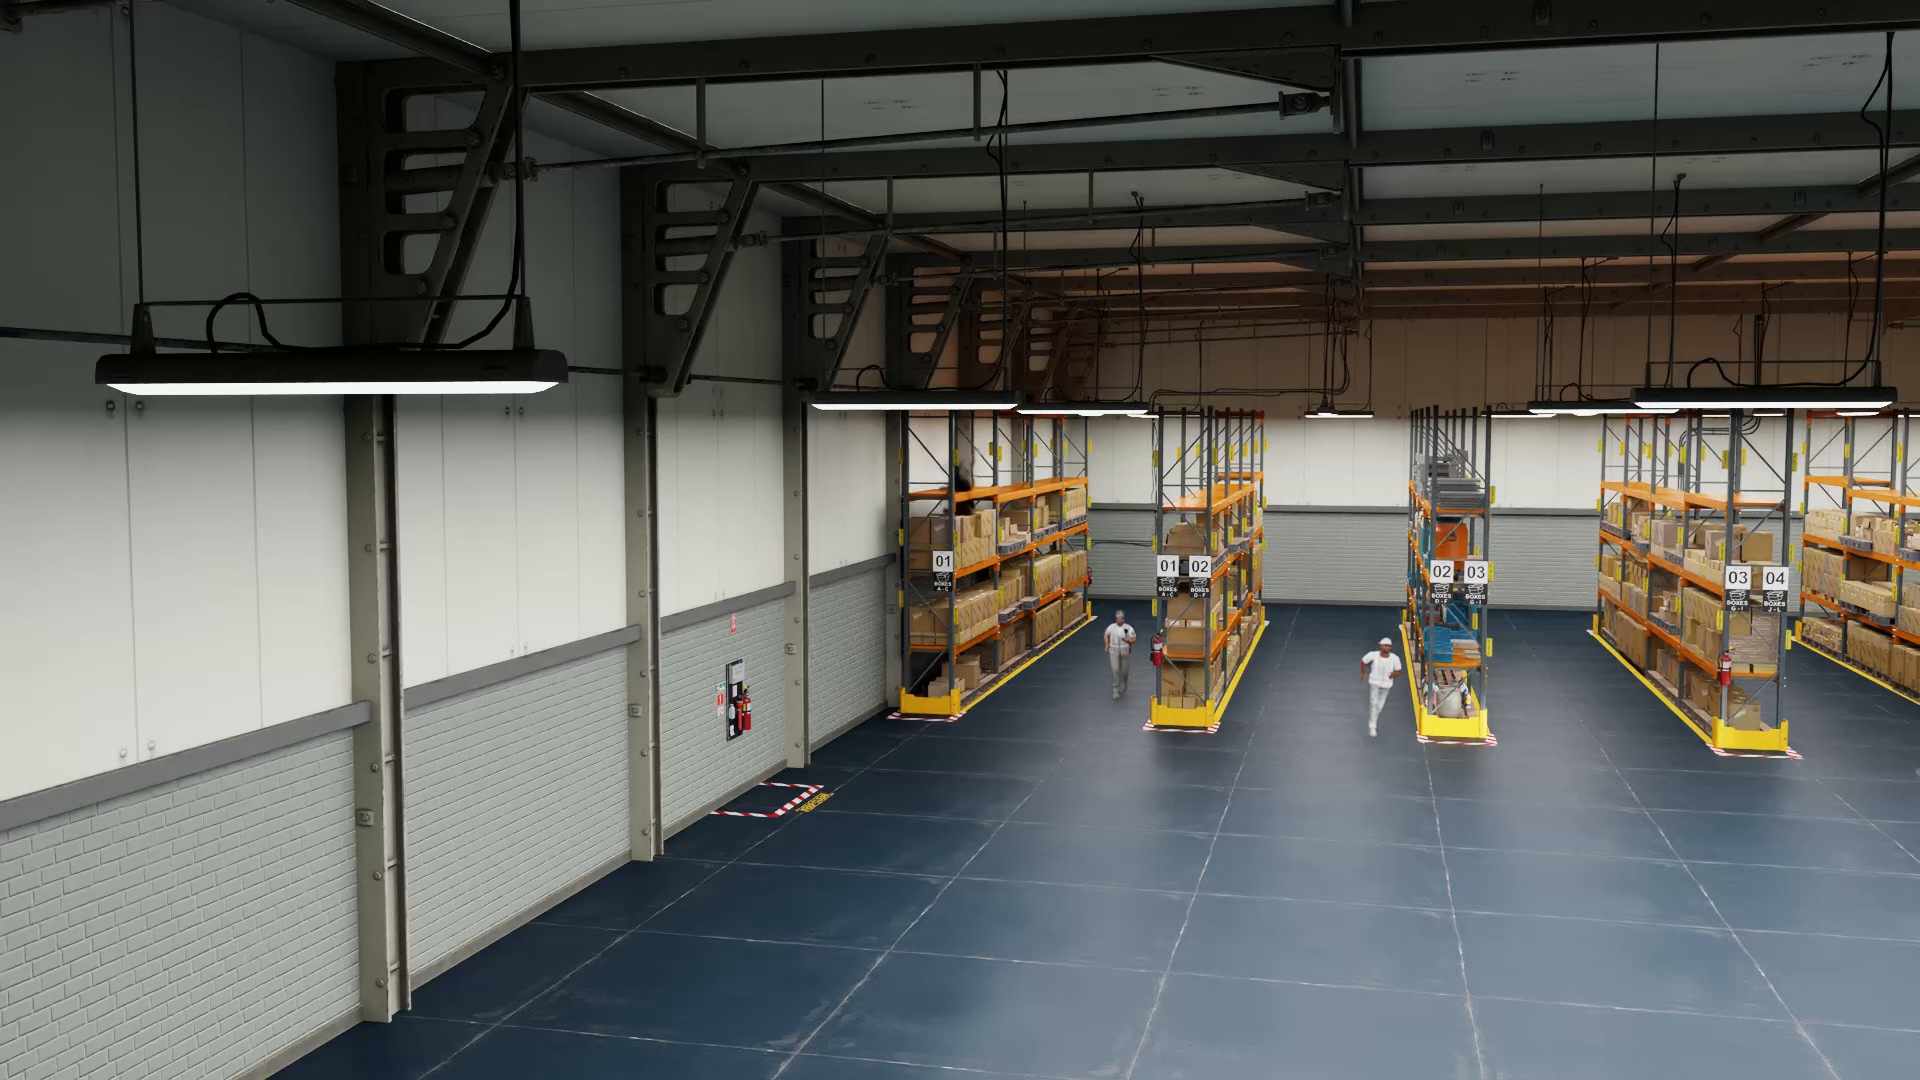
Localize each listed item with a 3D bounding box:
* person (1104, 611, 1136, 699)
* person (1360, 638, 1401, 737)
[{"bbox_3d":[3.316,2.342,34.460,0.662,1.768,0.989,0,4,4],"label":"person"},{"bbox_3d":[7.721,2.662,30.477,0.728,1.754,0.903,0,4,2],"label":"person"}]
